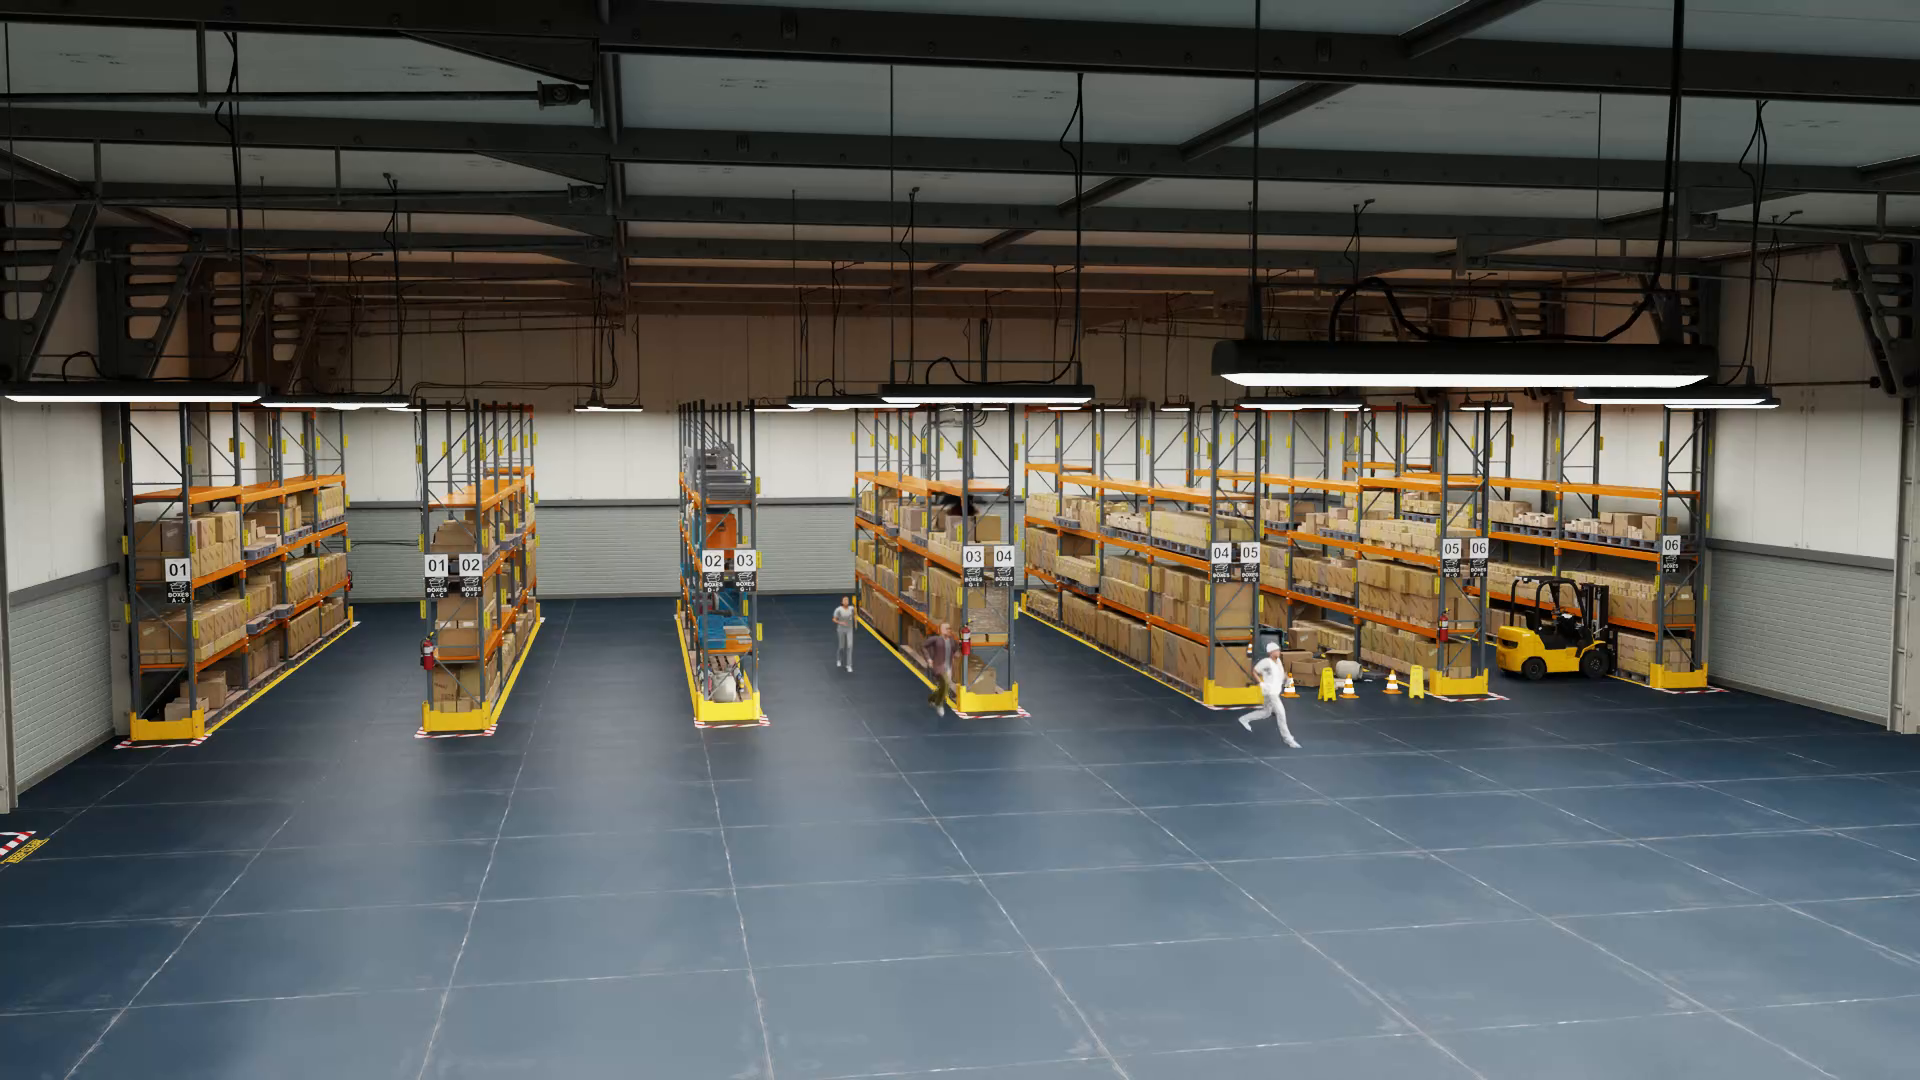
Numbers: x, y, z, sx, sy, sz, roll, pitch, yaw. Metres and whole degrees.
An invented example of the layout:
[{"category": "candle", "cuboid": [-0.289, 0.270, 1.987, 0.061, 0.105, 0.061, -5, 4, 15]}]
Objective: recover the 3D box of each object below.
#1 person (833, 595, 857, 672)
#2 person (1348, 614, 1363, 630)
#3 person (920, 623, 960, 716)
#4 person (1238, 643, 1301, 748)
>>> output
[{"category": "person", "cuboid": [-2.574, 2.073, 37.279, 0.583, 1.696, 0.856, -1, 5, -17]}, {"category": "person", "cuboid": [10.235, 1.672, 42.643, 0.665, 1.692, 0.546, -1, 4, -14]}, {"category": "person", "cuboid": [-0.334, 2.375, 30.946, 0.712, 1.672, 0.871, -3, 5, -36]}, {"category": "person", "cuboid": [5.387, 2.670, 28.904, 1.156, 1.789, 0.649, 2, 5, 27]}]
